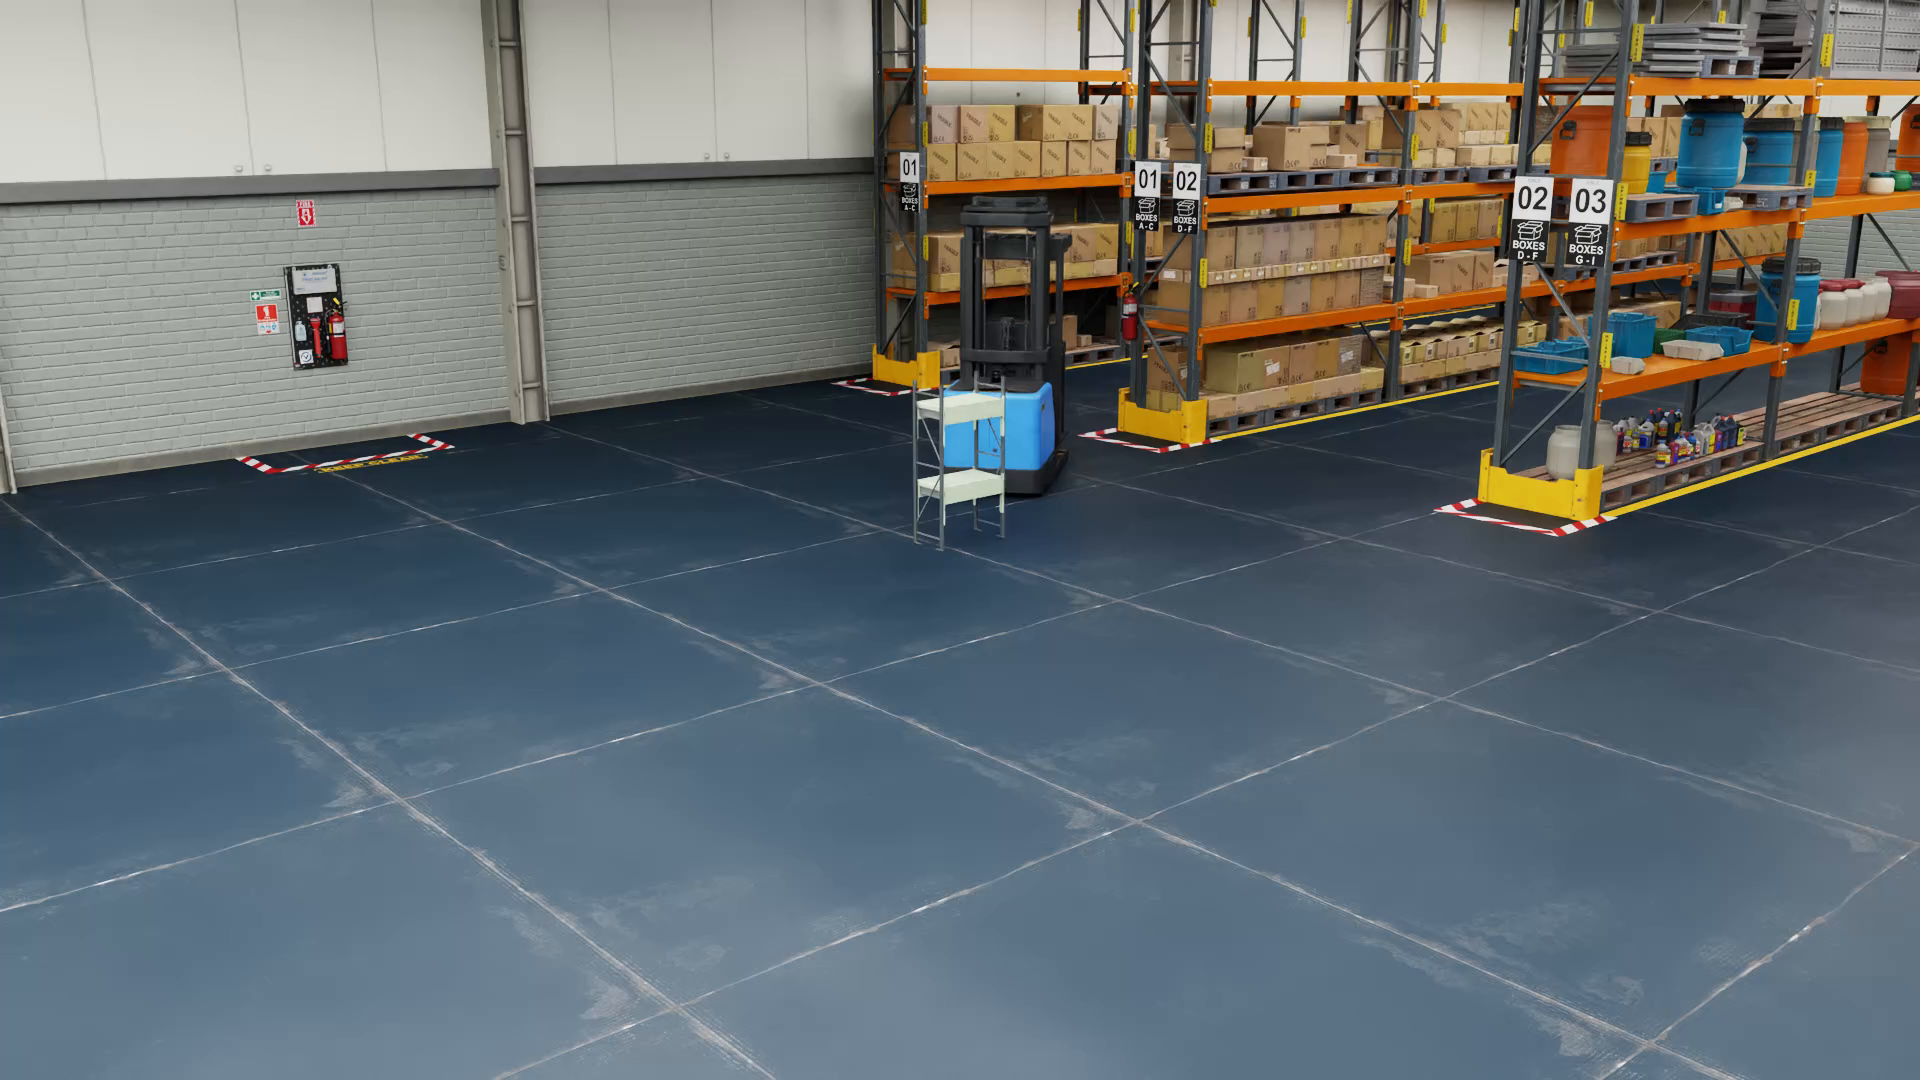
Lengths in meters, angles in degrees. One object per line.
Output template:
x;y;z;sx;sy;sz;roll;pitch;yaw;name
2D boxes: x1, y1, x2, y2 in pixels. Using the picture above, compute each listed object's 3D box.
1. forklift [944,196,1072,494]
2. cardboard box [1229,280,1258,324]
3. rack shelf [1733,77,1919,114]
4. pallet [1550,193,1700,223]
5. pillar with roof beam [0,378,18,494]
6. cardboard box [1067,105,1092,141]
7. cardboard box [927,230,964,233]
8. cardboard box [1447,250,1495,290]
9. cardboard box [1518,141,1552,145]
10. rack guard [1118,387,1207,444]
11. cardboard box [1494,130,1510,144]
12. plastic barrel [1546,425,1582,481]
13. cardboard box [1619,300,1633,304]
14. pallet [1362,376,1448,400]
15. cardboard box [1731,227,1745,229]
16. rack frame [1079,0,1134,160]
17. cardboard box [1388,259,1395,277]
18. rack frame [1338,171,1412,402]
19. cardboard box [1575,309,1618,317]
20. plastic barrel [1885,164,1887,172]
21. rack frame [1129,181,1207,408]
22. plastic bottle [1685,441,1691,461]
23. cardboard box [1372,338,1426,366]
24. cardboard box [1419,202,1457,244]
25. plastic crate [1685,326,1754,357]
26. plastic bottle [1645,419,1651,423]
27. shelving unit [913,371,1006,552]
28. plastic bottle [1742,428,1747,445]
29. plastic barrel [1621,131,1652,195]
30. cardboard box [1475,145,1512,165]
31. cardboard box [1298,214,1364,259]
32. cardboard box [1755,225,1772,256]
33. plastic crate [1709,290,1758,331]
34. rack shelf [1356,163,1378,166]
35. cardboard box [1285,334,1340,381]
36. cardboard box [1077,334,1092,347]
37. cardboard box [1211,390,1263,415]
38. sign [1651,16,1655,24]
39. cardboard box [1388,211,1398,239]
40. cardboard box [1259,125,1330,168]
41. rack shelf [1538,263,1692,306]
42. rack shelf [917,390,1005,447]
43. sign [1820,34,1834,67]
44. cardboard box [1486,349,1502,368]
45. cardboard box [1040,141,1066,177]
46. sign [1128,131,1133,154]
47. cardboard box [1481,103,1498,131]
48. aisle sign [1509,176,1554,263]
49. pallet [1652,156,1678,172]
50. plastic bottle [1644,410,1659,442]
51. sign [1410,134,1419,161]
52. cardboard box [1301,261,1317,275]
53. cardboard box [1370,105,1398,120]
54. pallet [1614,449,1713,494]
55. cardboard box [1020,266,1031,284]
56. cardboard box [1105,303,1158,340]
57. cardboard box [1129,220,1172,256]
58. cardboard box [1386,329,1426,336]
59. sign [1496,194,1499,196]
0.592;-2.216;17.866;1.130;2.935;3.031;3;15;11;forklift
3.183;-2.926;20.197;0.500;0.500;0.700;-12;19;-38;cardboard box
10.204;-5.120;19.149;4.000;0.370;1.077;-13;19;-39;rack shelf
6.366;-3.225;16.064;1.213;0.211;1.003;-13;19;-39;pallet
-7.092;-3.989;12.746;0.400;9.000;9.100;-13;19;-39;pillar with roof beam
1.583;-6.109;24.327;0.500;0.500;0.500;-11;19;-36;cardboard box
-0.223;-4.179;23.880;0.500;0.500;0.500;-12;19;-39;cardboard box
7.209;-3.827;23.571;0.500;0.500;0.500;-14;20;-42;cardboard box
8.771;-5.644;24.561;0.500;0.500;0.910;-13;19;-39;cardboard box
2.411;-1.499;19.894;0.348;0.500;1.175;-13;19;-39;rack guard
10.085;-7.660;31.584;0.500;0.250;0.500;-13;20;-41;cardboard box
6.124;-0.873;16.714;0.421;0.512;0.421;0;15;0;plastic barrel
10.562;-3.622;26.987;0.500;0.500;0.500;-12;19;-39;cardboard box
5.977;-2.174;22.979;1.213;0.211;1.003;-13;19;-39;pallet
12.799;-5.475;27.802;0.500;0.500;0.500;-13;20;-41;cardboard box
2.192;-7.251;24.957;0.127;3.000;1.000;-13;19;-39;rack frame
7.822;-4.736;30.521;0.750;0.750;0.750;-12;19;-39;cardboard box
5.447;-3.388;22.123;0.127;3.000;1.000;-13;19;-39;rack frame
9.768;-3.266;25.657;0.500;0.500;0.500;-13;20;-40;cardboard box
11.277;-4.611;20.672;0.421;0.512;0.421;0;15;0;plastic barrel
2.429;-2.711;19.586;0.127;3.000;1.000;-13;19;-39;rack frame
7.659;-0.945;17.545;0.097;0.201;0.097;0;15;0;plastic bottle
5.922;-2.555;22.432;0.500;0.311;0.500;-13;19;-39;cardboard box
8.647;-5.941;31.098;0.700;0.700;0.980;-12;19;-39;cardboard box
8.039;-2.111;17.630;0.616;0.251;0.499;-13;19;-39;plastic crate
7.585;-1.198;18.356;0.097;0.271;0.097;0;15;0;plastic bottle
-0.005;-0.723;15.052;0.755;1.500;0.431;-13;19;-39;shelving unit
8.626;-1.162;18.358;0.097;0.201;0.097;0;15;0;plastic bottle
6.455;-3.707;16.324;0.600;0.588;0.600;0;15;0;plastic barrel
7.336;-5.371;23.209;0.500;0.250;0.500;-13;20;-40;cardboard box
4.736;-3.901;21.335;0.500;0.500;0.700;-13;20;-39;cardboard box
13.571;-5.169;28.594;0.500;0.500;0.500;-12;19;-39;cardboard box
8.860;-2.596;19.032;0.583;0.464;0.402;-13;19;-39;plastic crate
6.718;-6.470;29.242;4.000;0.370;1.077;-13;19;-39;rack shelf
4.481;-2.336;21.245;0.500;0.500;0.500;-13;19;-39;cardboard box
1.808;-3.099;25.679;0.380;0.166;0.250;13;20;40;cardboard box
3.355;-1.718;20.385;0.500;0.250;0.500;-13;19;-39;cardboard box
11.139;-8.240;26.699;0.005;0.325;0.100;-13;19;-39;sign
7.666;-5.694;29.944;0.500;0.500;0.500;-12;19;-39;cardboard box
4.122;-4.904;20.698;0.637;0.503;0.797;-10;18;-33;cardboard box
9.973;-4.057;26.021;4.000;0.370;1.077;-13;19;-39;rack shelf
-0.005;-1.100;14.951;0.720;0.370;0.431;-13;19;-39;rack shelf
9.048;-5.112;17.355;0.005;0.325;0.100;-13;19;-39;sign
7.460;-2.631;23.803;0.500;0.250;0.500;-12;19;-38;cardboard box
1.190;-5.541;24.138;0.500;0.500;0.500;-14;20;-41;cardboard box
2.554;-5.947;24.887;0.005;0.325;0.100;-13;19;-39;sign
9.702;-7.937;31.169;0.500;0.500;0.500;-12;19;-39;cardboard box
5.429;-3.048;15.809;0.004;0.787;0.394;-13;19;-39;aisle sign
10.944;-6.005;26.471;1.003;0.211;1.213;-13;19;-39;pallet
7.672;-1.268;18.466;0.185;0.351;0.144;-14;20;-42;plastic bottle
5.812;-5.018;21.256;0.005;0.325;0.100;-13;19;-39;sign
4.225;-3.402;20.723;0.250;0.149;0.380;-12;19;-38;cardboard box
7.477;-7.656;29.789;0.500;0.250;0.500;-11;18;-35;cardboard box
7.241;-0.763;17.697;1.213;0.211;1.003;-13;19;-39;pallet
0.904;-3.894;24.267;0.500;0.250;0.500;-12;19;-39;cardboard box
2.736;-3.485;26.476;0.500;0.500;0.700;-12;19;-38;cardboard box
3.025;-4.786;26.309;0.500;0.500;0.700;-10;18;-34;cardboard box
6.330;-2.832;23.466;0.500;0.311;0.500;-13;20;-40;cardboard box
10.885;-6.951;33.628;0.005;0.325;0.100;-13;19;-39;sign
